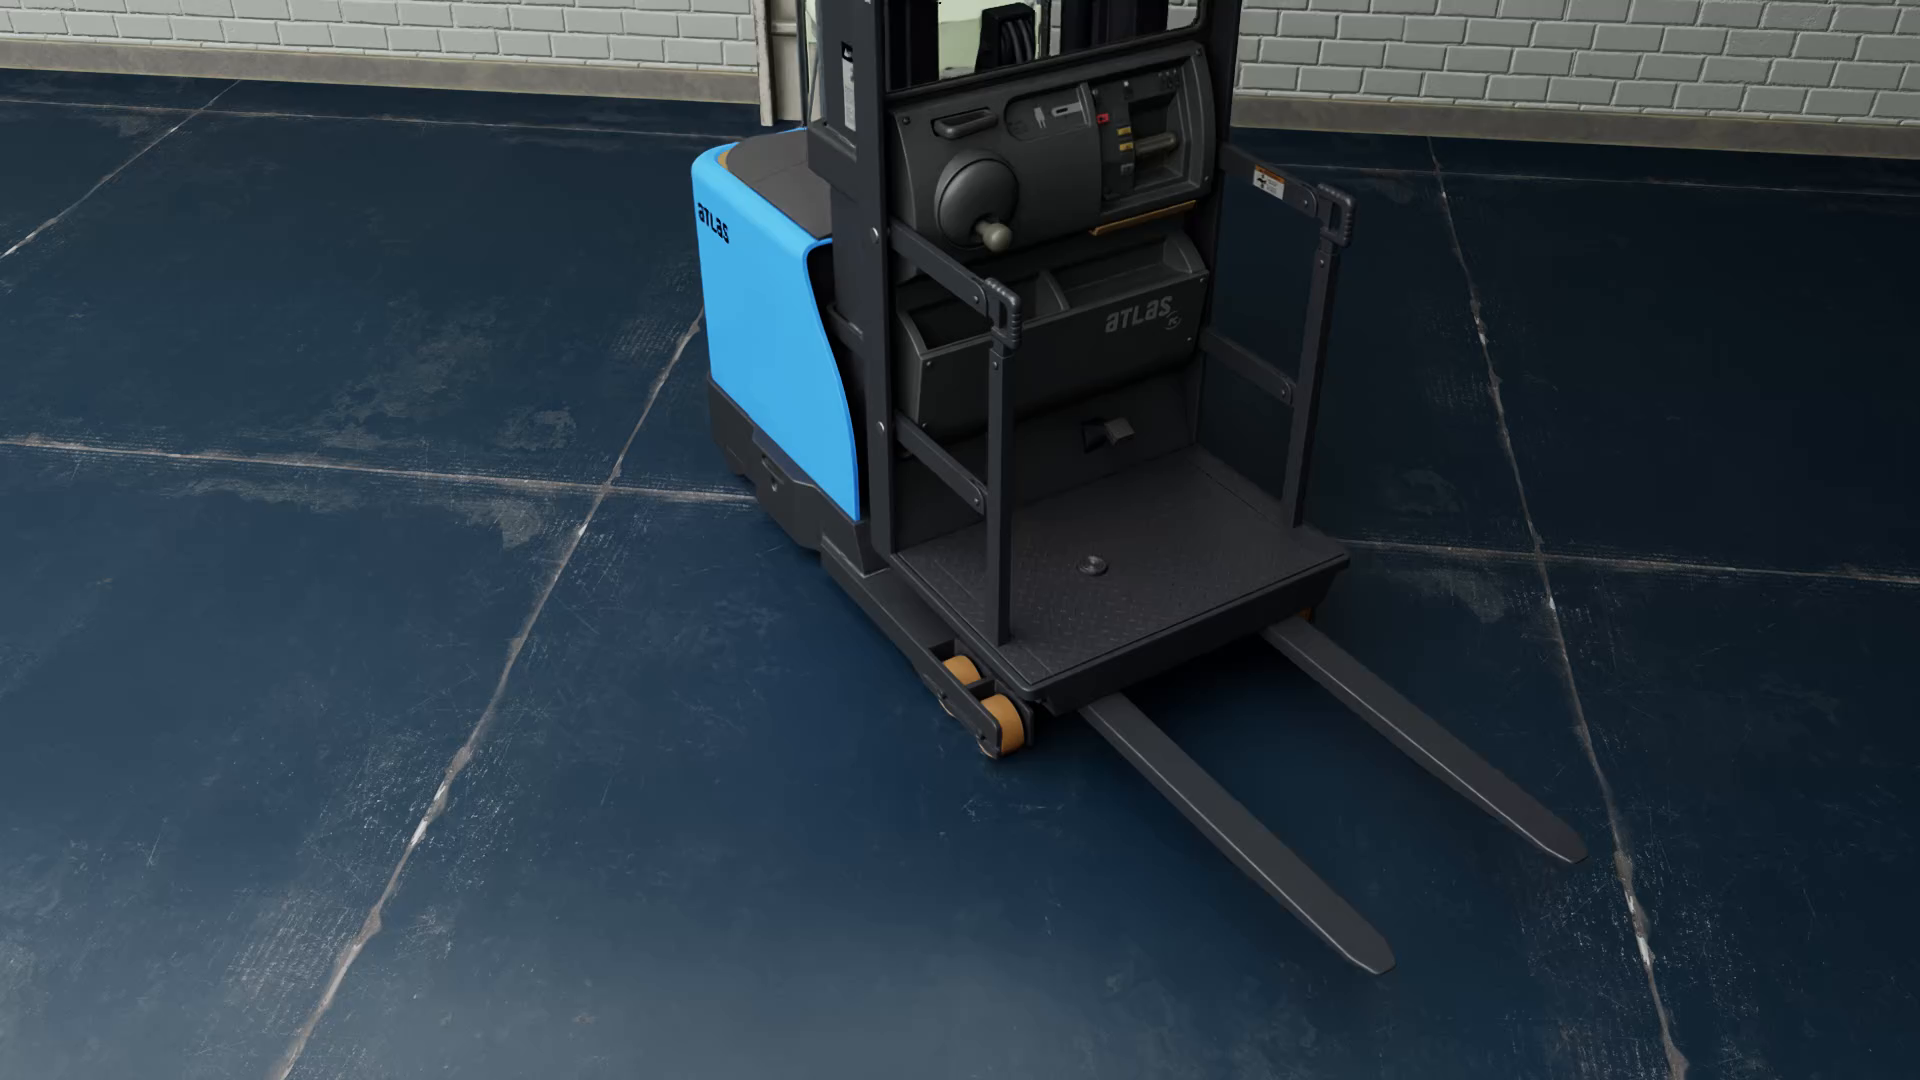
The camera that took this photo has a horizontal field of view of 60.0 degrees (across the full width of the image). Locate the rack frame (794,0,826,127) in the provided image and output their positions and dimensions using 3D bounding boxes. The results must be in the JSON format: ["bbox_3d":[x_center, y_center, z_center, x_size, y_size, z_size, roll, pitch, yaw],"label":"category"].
[{"bbox_3d":[-0.492,-1.275,5.745,0.023,1.500,0.400,-9,37,-13],"label":"rack frame"}]

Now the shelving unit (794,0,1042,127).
[{"bbox_3d":[-0.140,-1.332,5.826,0.755,1.500,0.431,-9,37,-13],"label":"shelving unit"}]

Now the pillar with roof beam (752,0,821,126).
[{"bbox_3d":[-1.297,-3.268,2.082,0.400,9.000,9.100,4,36,6],"label":"pillar with roof beam"}]

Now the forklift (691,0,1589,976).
[{"bbox_3d":[0.373,-0.927,4.025,1.130,2.935,3.031,-20,40,-26],"label":"forklift"}]

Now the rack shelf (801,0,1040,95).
[{"bbox_3d":[-0.140,-1.650,5.599,0.720,0.370,0.431,-9,37,-13],"label":"rack shelf"}]

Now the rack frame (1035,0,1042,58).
[{"bbox_3d":[0.212,-1.390,5.907,0.023,1.500,0.400,-9,37,-13],"label":"rack frame"}]
